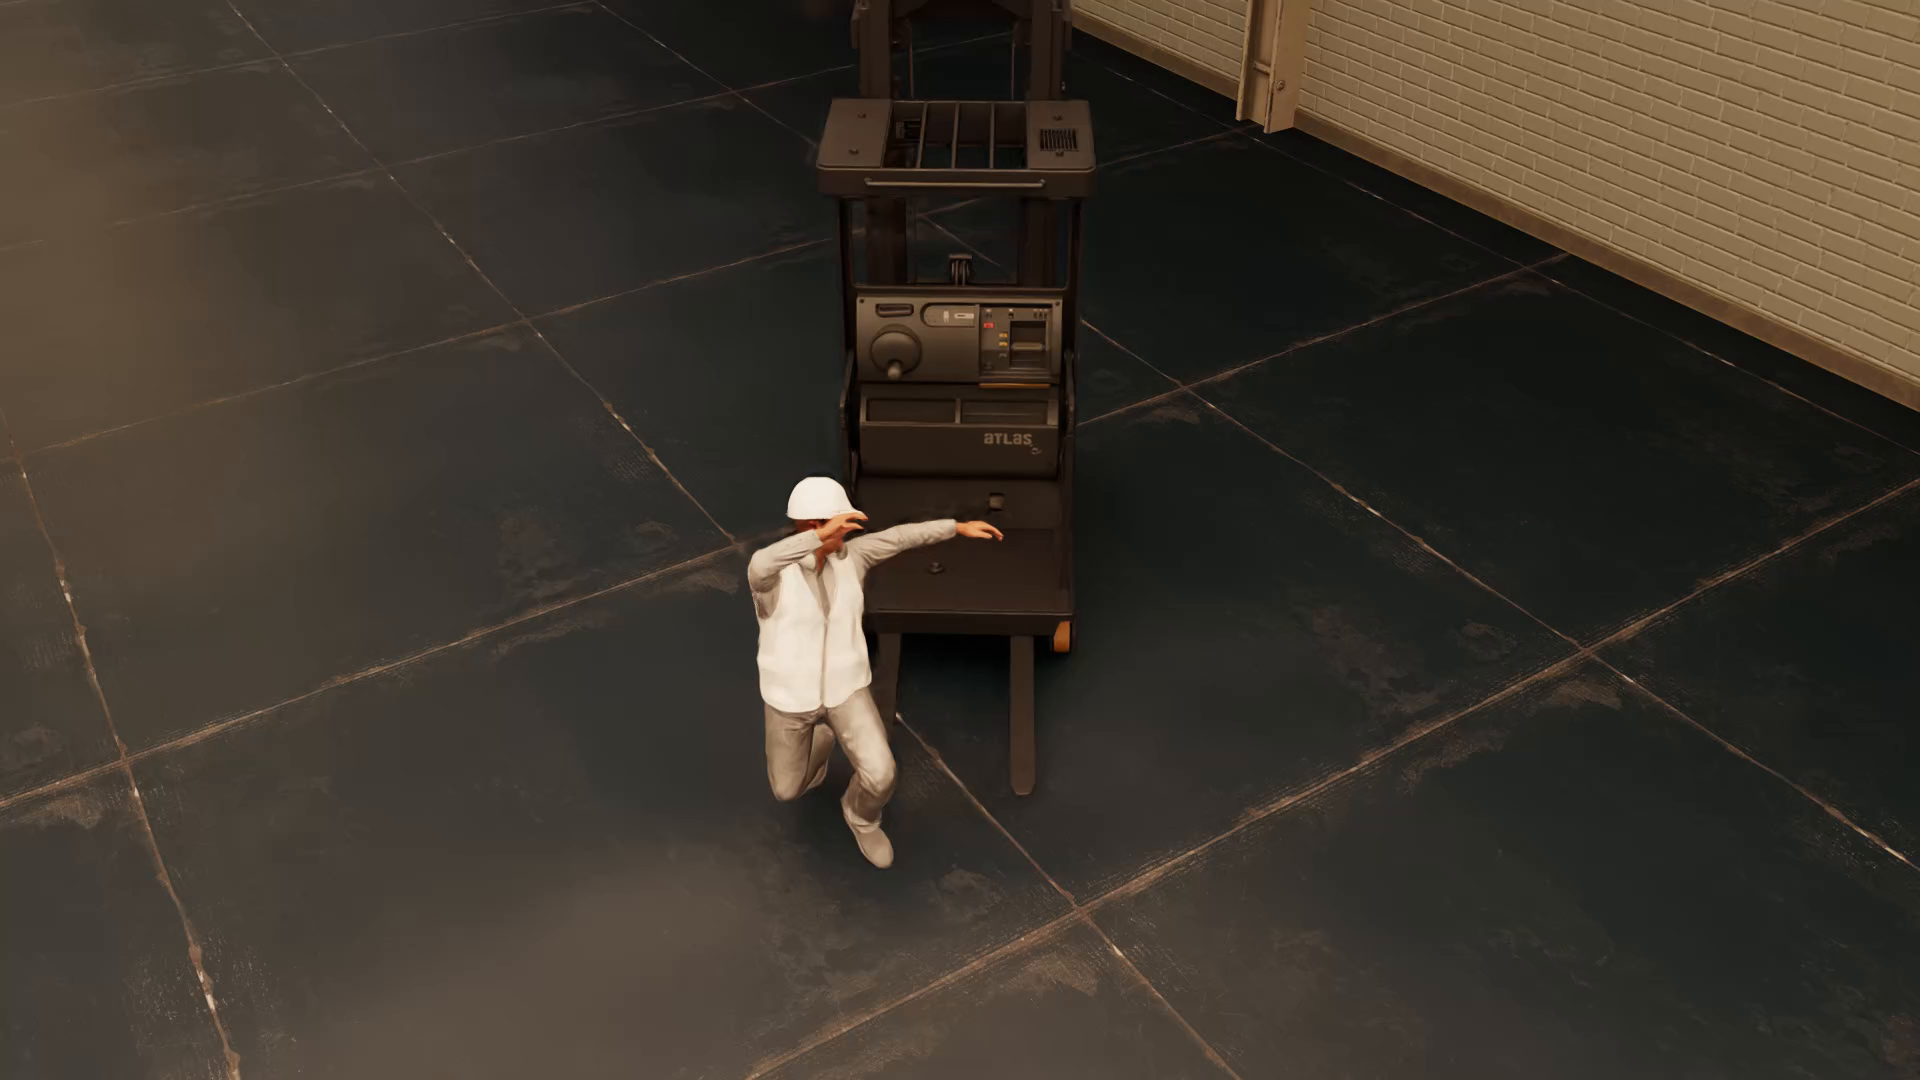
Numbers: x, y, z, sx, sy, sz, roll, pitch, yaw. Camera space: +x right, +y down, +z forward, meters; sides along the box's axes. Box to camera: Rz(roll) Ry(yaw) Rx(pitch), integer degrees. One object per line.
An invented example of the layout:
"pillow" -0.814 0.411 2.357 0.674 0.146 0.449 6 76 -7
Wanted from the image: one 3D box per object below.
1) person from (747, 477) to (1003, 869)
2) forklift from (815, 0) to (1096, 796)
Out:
"person" -0.263 0.512 6.552 1.055 1.520 0.882 -8 36 -11
"forklift" -0.007 -0.847 7.353 1.130 2.935 3.031 1 35 1
